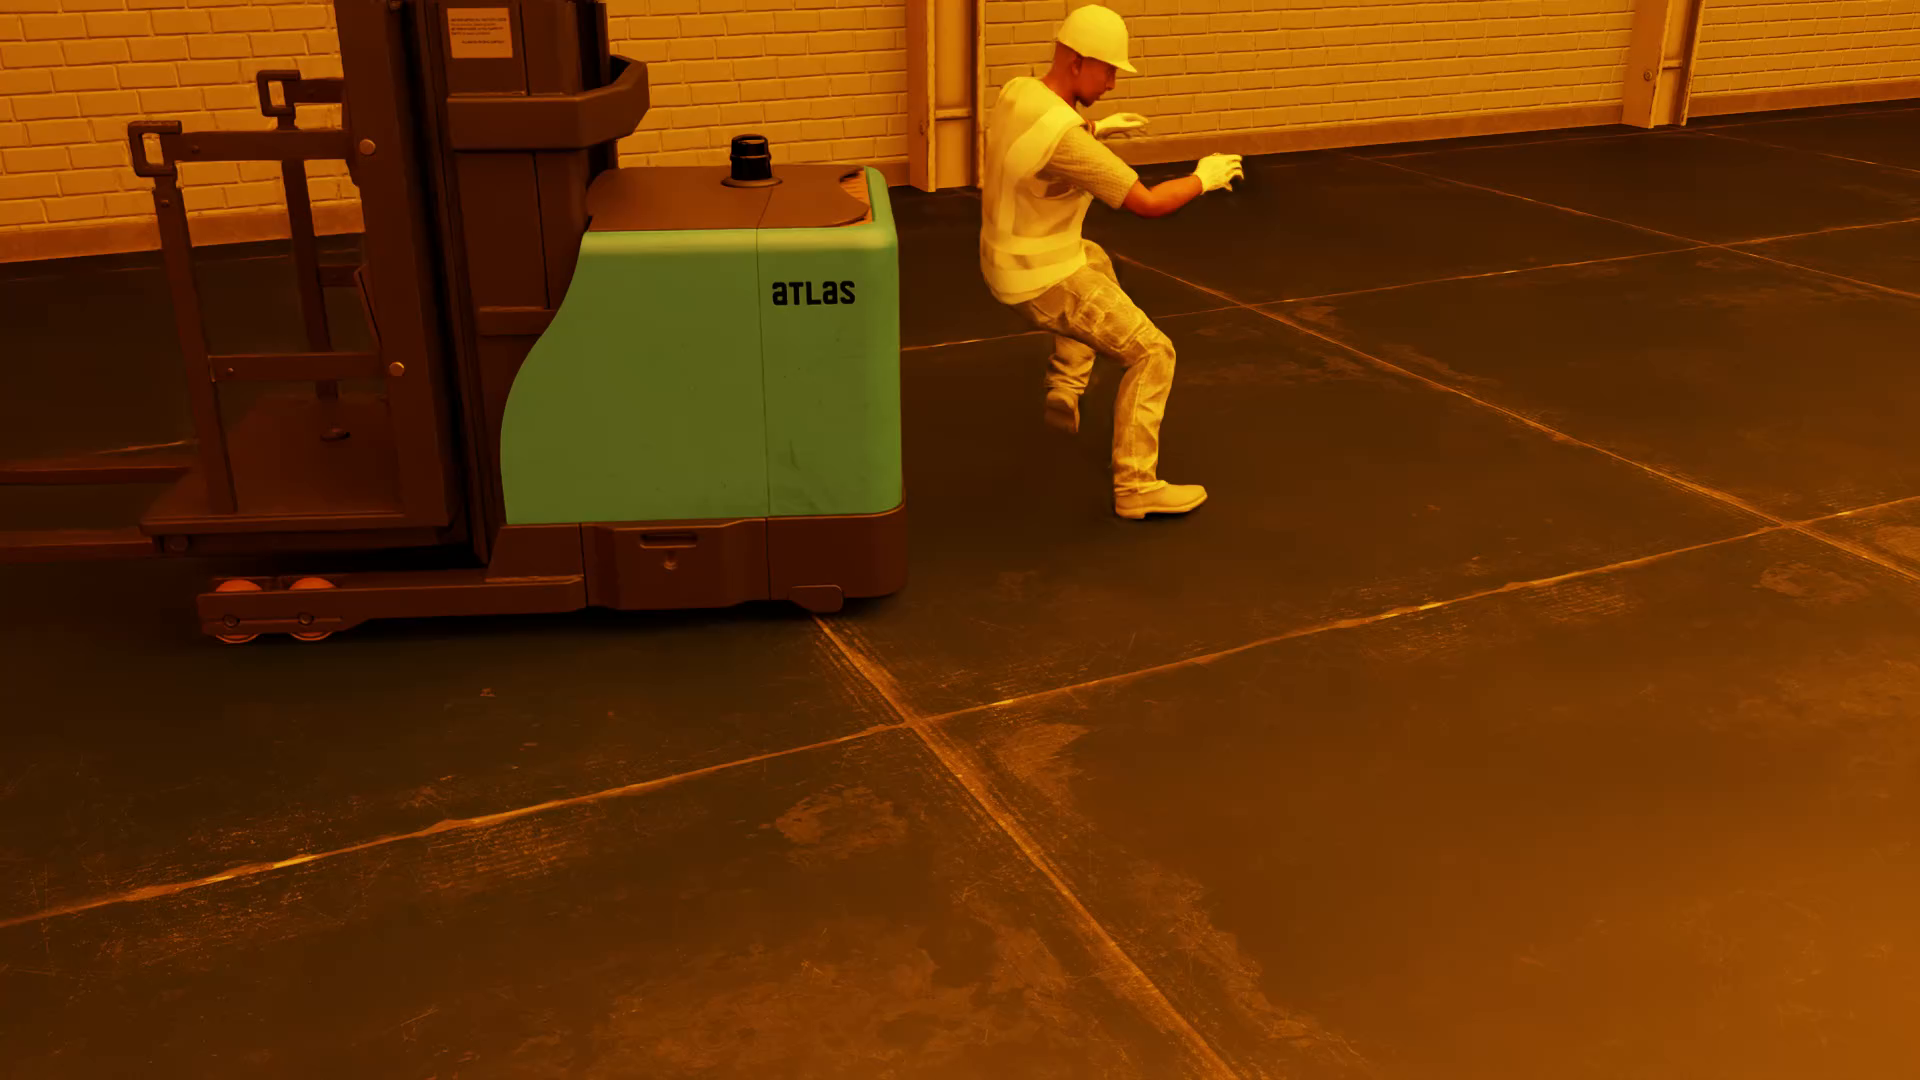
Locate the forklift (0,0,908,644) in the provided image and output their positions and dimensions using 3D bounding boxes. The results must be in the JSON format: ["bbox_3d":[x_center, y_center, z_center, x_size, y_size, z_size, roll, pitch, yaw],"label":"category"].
[{"bbox_3d":[-1.690,-1.288,4.387,3.031,2.935,1.130,-2,23,-4],"label":"forklift"}]

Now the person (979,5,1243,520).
[{"bbox_3d":[0.474,-0.949,5.409,0.795,1.527,1.011,-4,23,-11],"label":"person"}]
